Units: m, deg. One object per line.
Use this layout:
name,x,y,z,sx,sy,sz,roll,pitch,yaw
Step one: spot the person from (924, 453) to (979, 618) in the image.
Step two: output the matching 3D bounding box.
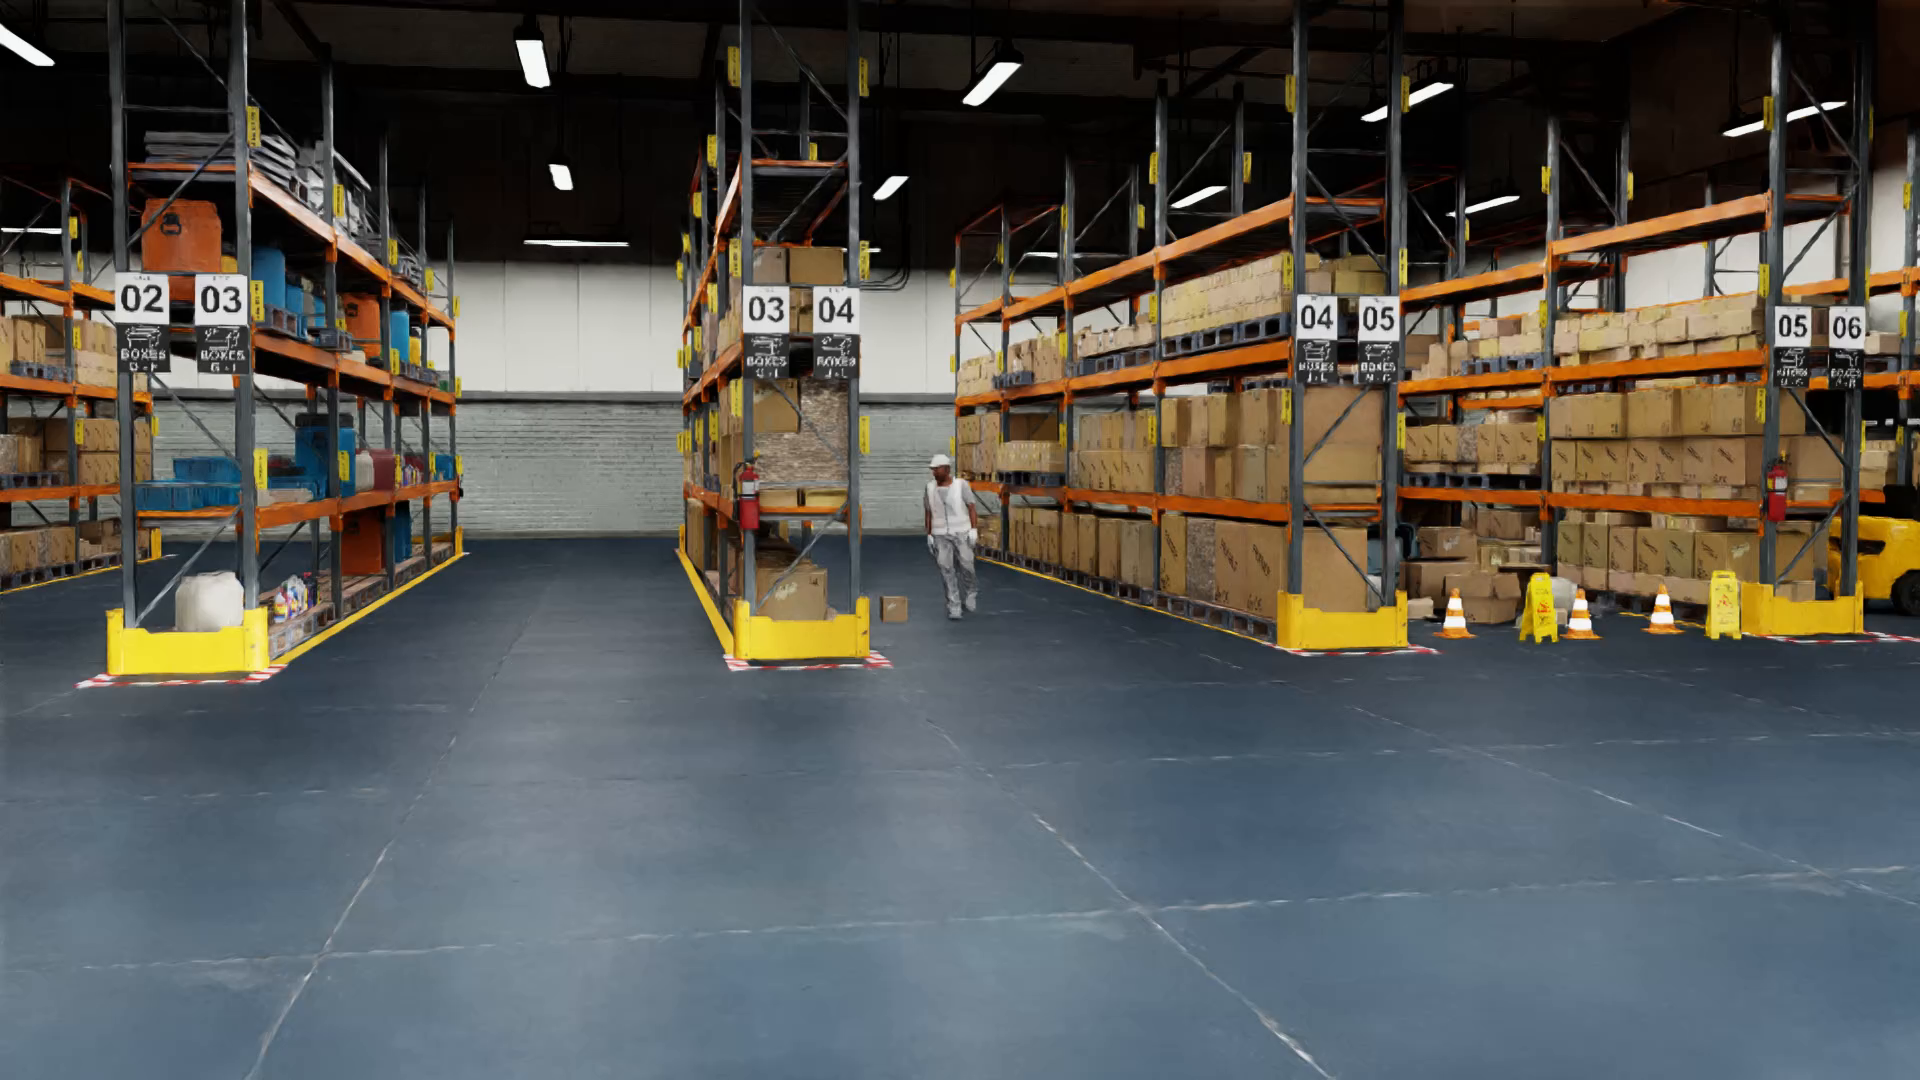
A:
person,-0.096,-0.047,17.879,0.606,1.766,0.604,1,3,12
